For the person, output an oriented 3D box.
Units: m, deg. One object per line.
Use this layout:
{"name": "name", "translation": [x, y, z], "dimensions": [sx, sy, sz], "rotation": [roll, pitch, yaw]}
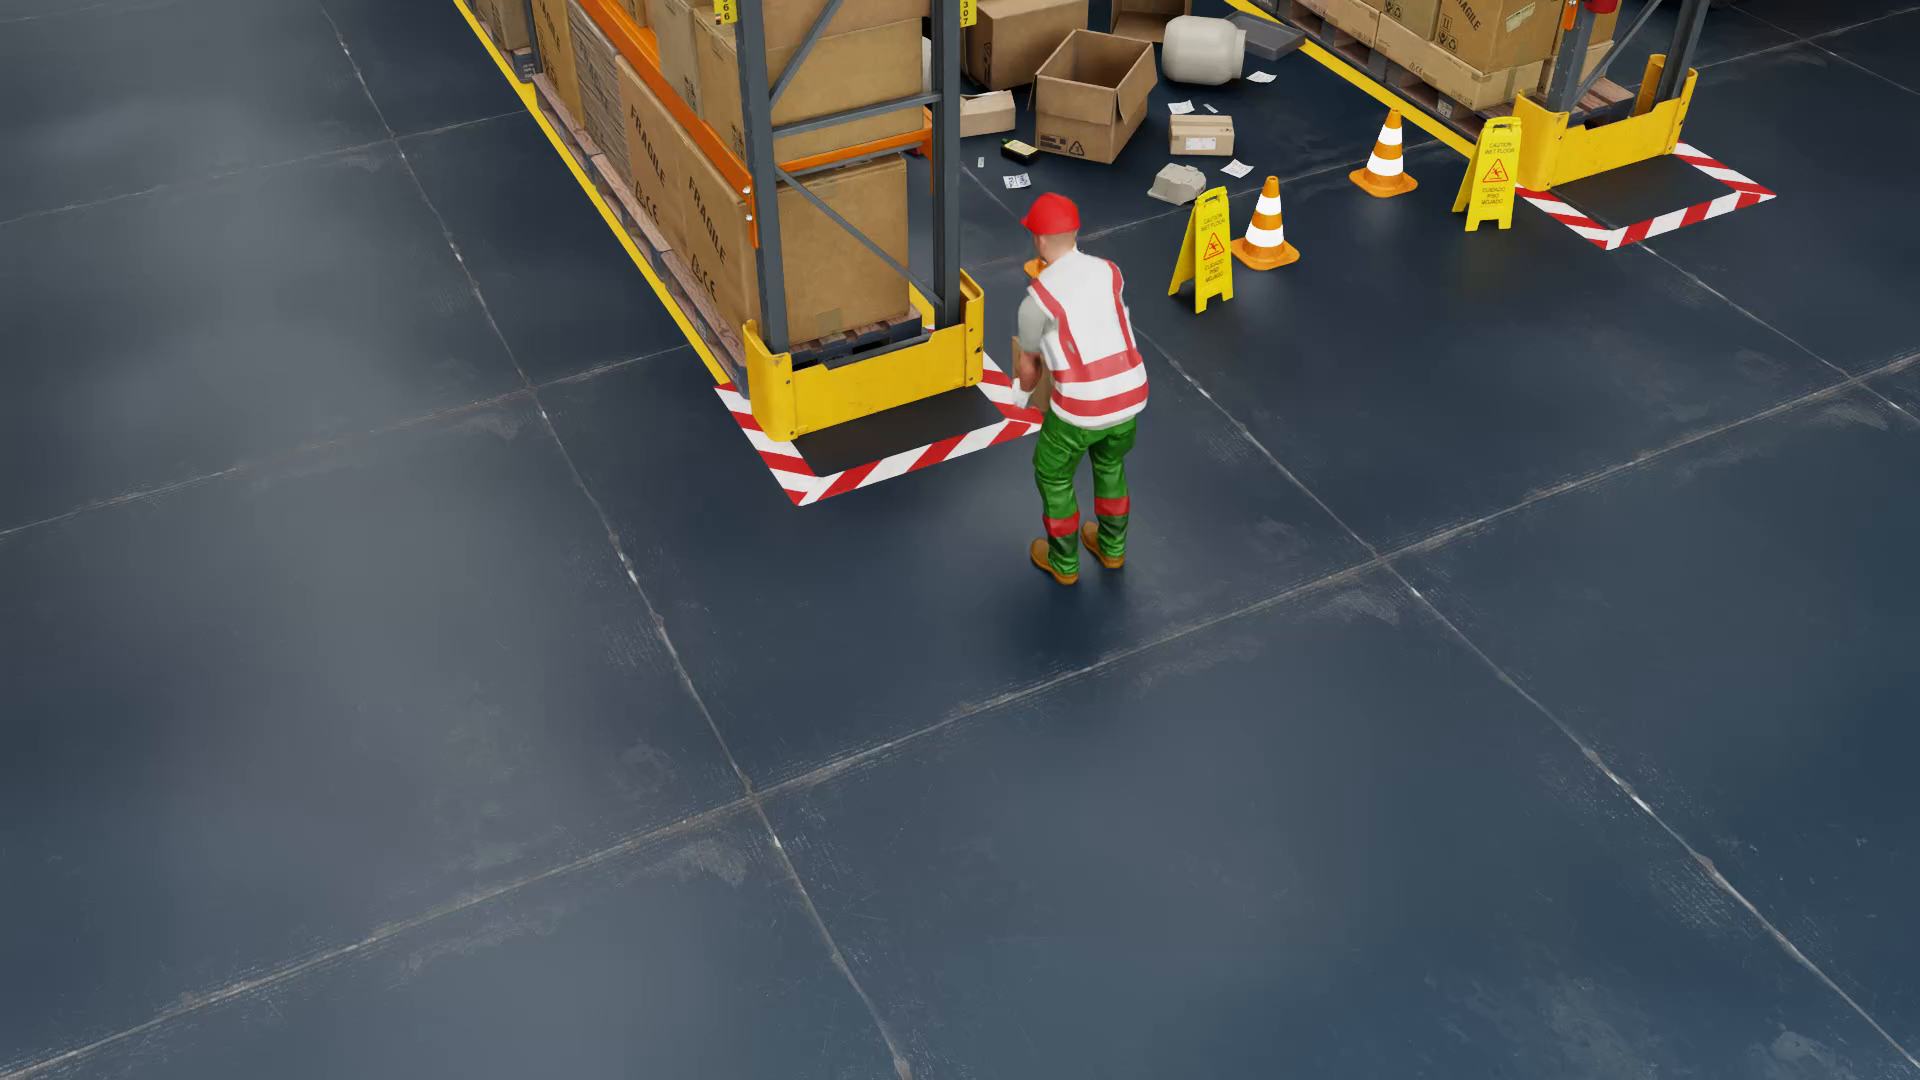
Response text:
{"name": "person", "translation": [0.467, -0.615, 6.940], "dimensions": [0.489, 1.669, 0.691], "rotation": [-20, 45, -21]}
